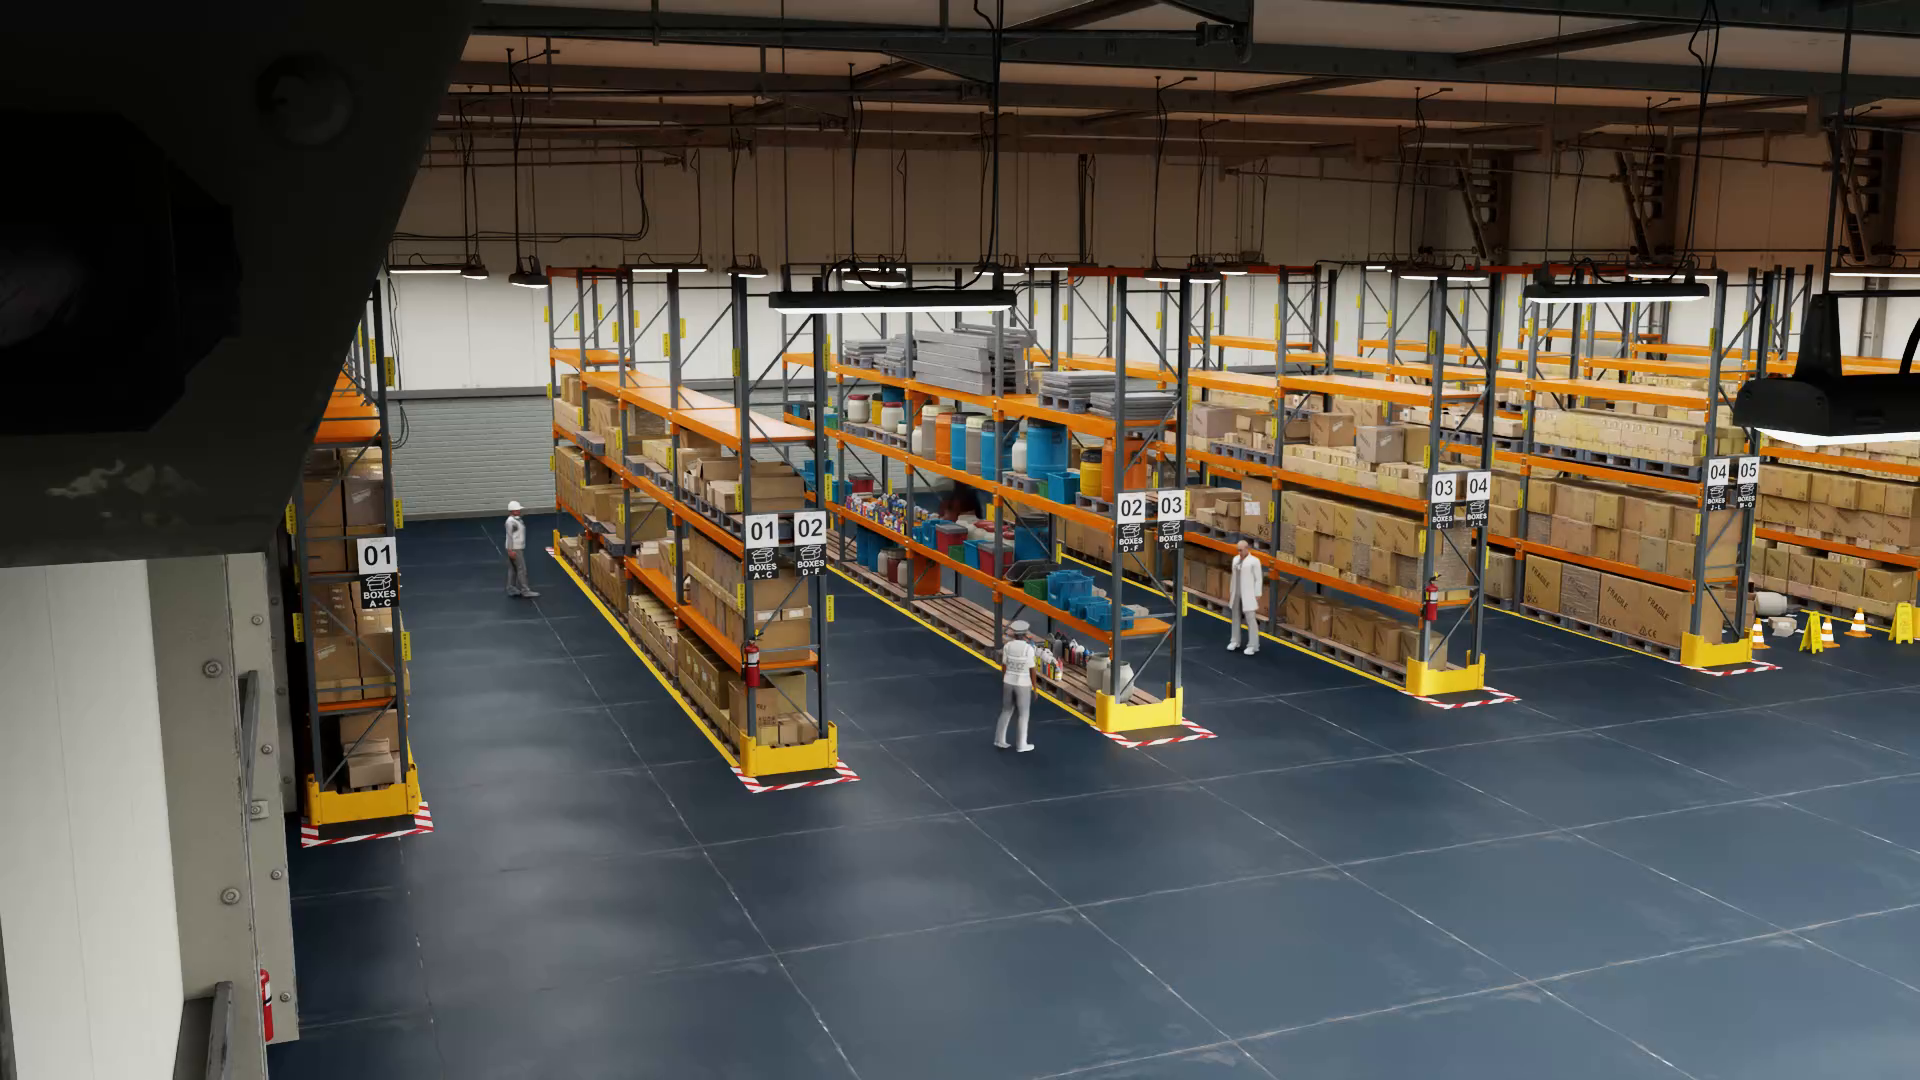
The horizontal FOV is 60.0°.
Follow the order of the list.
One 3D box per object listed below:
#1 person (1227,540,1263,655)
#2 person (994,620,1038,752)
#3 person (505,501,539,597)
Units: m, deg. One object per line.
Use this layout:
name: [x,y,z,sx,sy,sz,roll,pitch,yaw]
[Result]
person: [4.485,0.976,26.430,0.411,1.596,0.643,-7,12,-36]
person: [0.746,1.873,21.184,0.551,1.715,0.373,9,13,40]
person: [-8.096,0.147,30.678,0.583,1.770,0.557,-2,10,-13]
